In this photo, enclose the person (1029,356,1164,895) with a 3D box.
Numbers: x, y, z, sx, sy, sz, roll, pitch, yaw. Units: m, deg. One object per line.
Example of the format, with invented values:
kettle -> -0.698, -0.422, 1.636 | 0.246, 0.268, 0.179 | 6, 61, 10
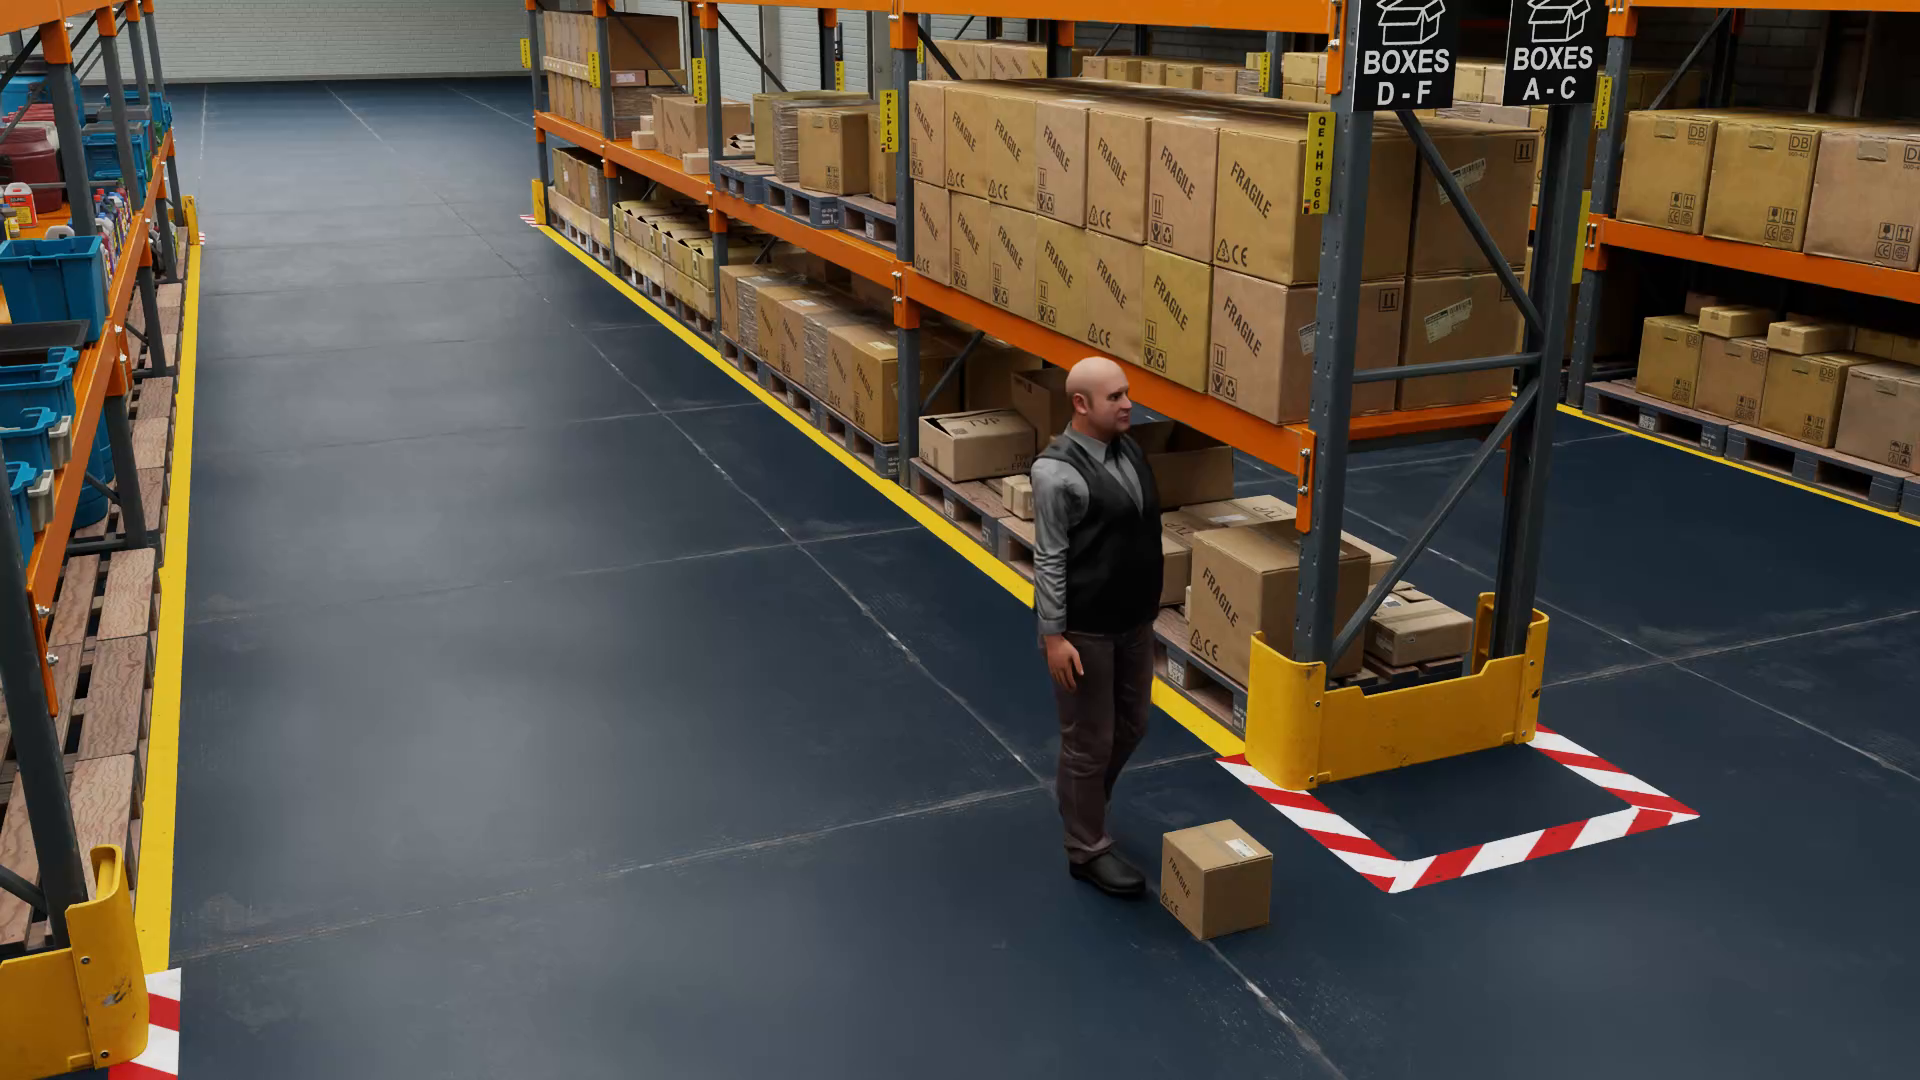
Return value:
person -> 0.443, 0.305, 5.303 | 0.516, 1.792, 0.562 | 15, 24, 38
